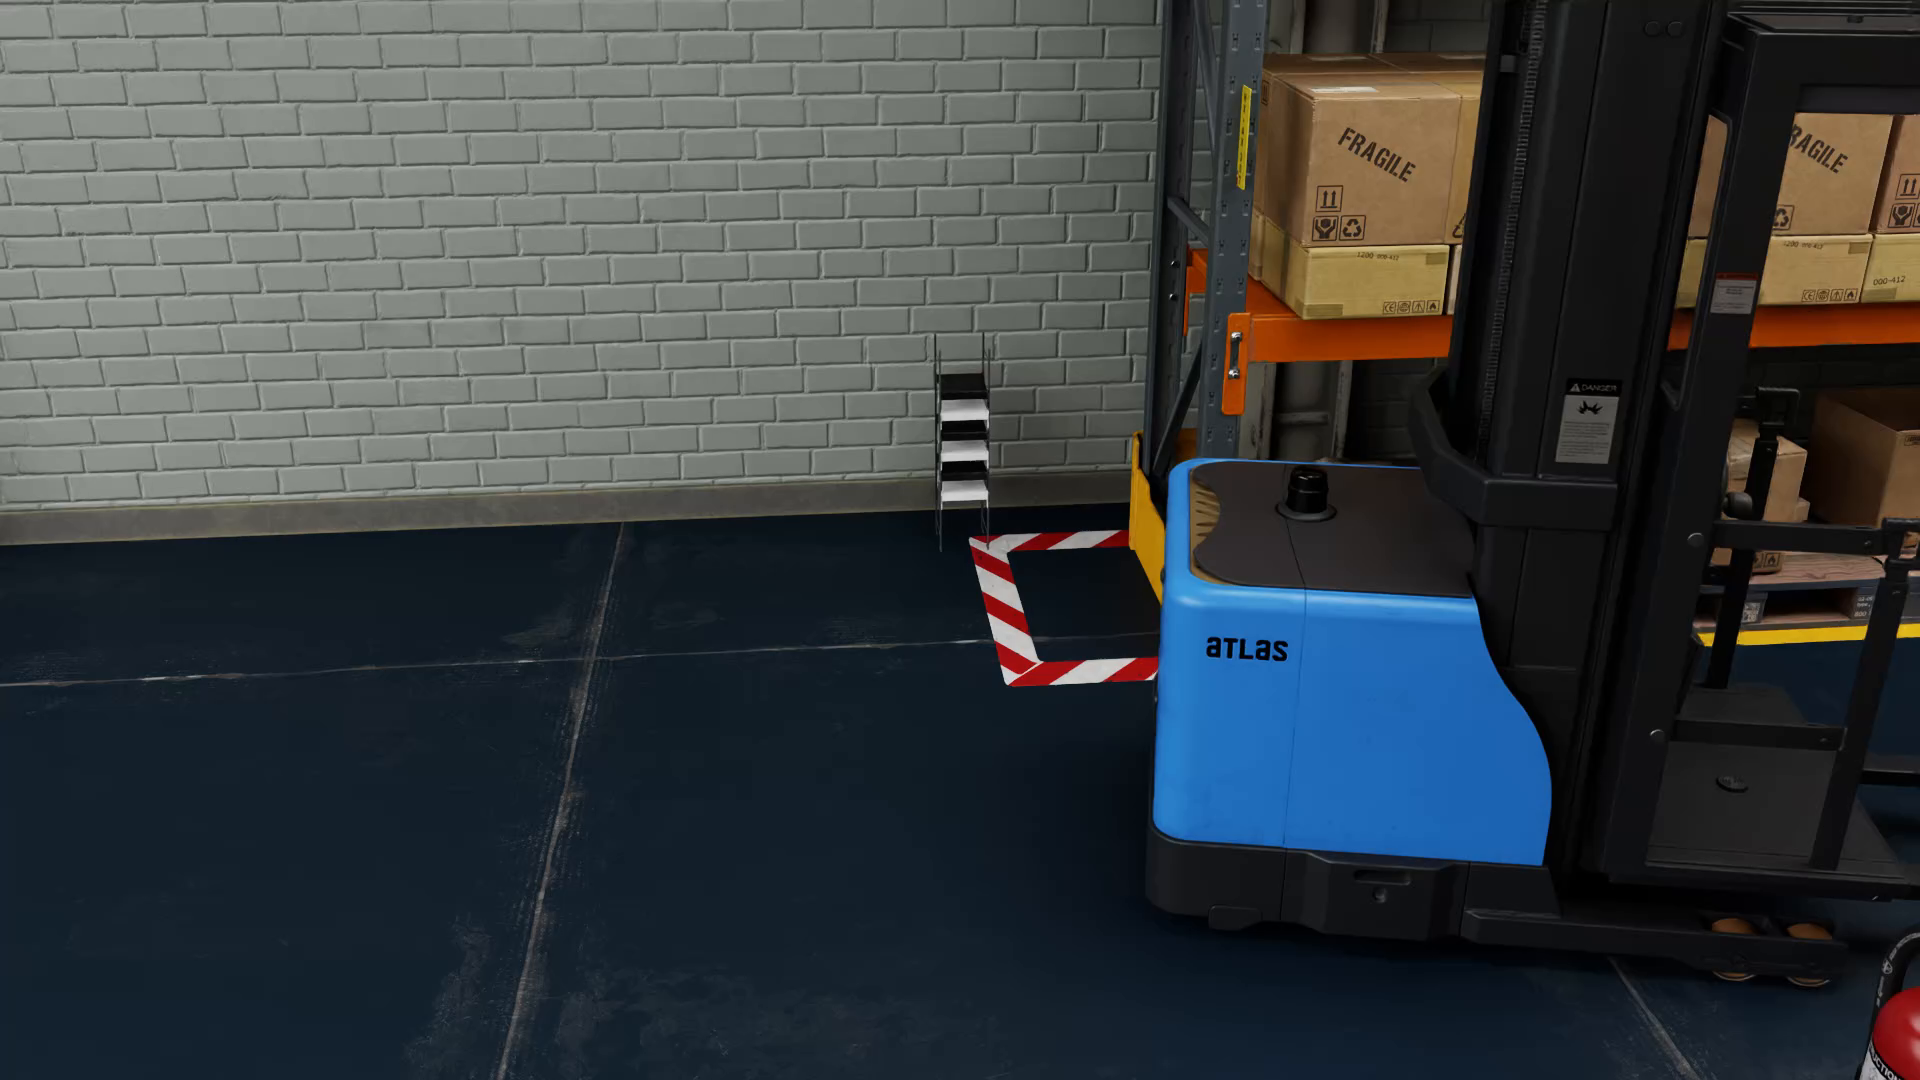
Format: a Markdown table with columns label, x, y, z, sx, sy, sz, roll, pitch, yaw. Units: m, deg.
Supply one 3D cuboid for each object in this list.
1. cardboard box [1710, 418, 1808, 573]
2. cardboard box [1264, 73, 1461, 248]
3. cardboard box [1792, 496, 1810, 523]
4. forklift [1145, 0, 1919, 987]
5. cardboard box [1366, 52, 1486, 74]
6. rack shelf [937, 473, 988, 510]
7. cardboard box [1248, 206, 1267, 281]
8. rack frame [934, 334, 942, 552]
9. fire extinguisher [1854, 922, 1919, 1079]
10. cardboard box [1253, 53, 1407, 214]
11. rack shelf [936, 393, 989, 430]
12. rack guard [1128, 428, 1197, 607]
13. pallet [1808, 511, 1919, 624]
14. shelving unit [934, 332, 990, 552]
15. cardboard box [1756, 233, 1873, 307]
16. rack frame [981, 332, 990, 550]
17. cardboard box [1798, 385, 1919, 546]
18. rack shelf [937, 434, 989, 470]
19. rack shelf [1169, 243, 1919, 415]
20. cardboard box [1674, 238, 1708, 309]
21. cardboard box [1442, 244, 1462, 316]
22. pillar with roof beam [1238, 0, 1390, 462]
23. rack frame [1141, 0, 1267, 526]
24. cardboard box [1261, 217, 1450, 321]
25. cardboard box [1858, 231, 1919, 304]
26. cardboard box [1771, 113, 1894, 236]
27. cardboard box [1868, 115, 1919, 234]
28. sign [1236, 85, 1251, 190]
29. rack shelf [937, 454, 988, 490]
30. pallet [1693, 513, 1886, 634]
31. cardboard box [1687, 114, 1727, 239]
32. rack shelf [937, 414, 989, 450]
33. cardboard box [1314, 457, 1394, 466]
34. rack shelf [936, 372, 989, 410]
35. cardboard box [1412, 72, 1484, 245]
| label | x | y | z | sx | sy | sz | roll | pitch | yaw |
| --- | --- | --- | --- | --- | --- | --- | --- | --- | --- |
| cardboard box | 2.878 | -0.229 | 6.608 | 0.500 | 0.500 | 0.700 | -4 | 24 | -8 |
| cardboard box | 1.383 | -1.328 | 5.781 | 0.500 | 0.500 | 0.500 | -2 | 24 | -5 |
| cardboard box | 3.265 | -0.149 | 6.861 | 0.250 | 0.149 | 0.380 | -4 | 24 | -9 |
| forklift | 2.089 | -0.356 | 4.442 | 3.031 | 2.935 | 1.130 | 3 | 24 | 7 |
| cardboard box | 1.828 | -1.551 | 6.283 | 0.500 | 0.500 | 0.500 | -2 | 24 | -4 |
| rack shelf | 0.008 | -0.217 | 7.155 | 0.200 | 0.077 | 0.258 | -2 | 24 | -5 |
| cardboard box | 1.325 | -1.185 | 6.382 | 0.500 | 0.250 | 0.500 | -2 | 24 | -4 |
| rack frame | -0.093 | -0.407 | 7.059 | 0.006 | 0.900 | 0.240 | -2 | 24 | -5 |
| fire extinguisher | 1.206 | 0.707 | 2.060 | 0.183 | 0.674 | 0.296 | -2 | 24 | -5 |
| cardboard box | 1.327 | -1.535 | 6.247 | 0.500 | 0.500 | 0.500 | -3 | 24 | -6 |
| rack shelf | 0.008 | -0.546 | 7.008 | 0.200 | 0.077 | 0.258 | -2 | 24 | -5 |
| rack guard | 0.954 | -0.008 | 6.652 | 0.348 | 0.500 | 1.175 | -2 | 24 | -5 |
| pallet | 4.194 | 0.009 | 6.971 | 1.213 | 0.211 | 1.003 | -2 | 24 | -5 |
| shelving unit | 0.008 | -0.412 | 7.068 | 0.210 | 0.900 | 0.258 | -2 | 24 | -5 |
| cardboard box | 2.921 | -1.042 | 6.062 | 0.500 | 0.250 | 0.500 | -2 | 24 | -5 |
| rack frame | 0.109 | -0.416 | 7.077 | 0.006 | 0.900 | 0.240 | -2 | 24 | -5 |
| cardboard box | 3.830 | -0.308 | 6.785 | 0.500 | 0.500 | 0.500 | -4 | 24 | -9 |
| rack shelf | 0.008 | -0.381 | 7.081 | 0.200 | 0.077 | 0.258 | -2 | 24 | -5 |
| rack shelf | 2.869 | -0.898 | 6.463 | 4.000 | 0.370 | 1.077 | -2 | 24 | -5 |
| cardboard box | 2.418 | -1.023 | 6.019 | 0.500 | 0.250 | 0.500 | -3 | 24 | -6 |
| cardboard box | 1.911 | -1.005 | 5.979 | 0.500 | 0.250 | 0.500 | -3 | 24 | -7 |
| pillar with roof beam | 1.913 | -2.526 | 1.854 | 0.400 | 9.000 | 9.100 | -2 | 24 | -5 |
| rack frame | 0.878 | -1.147 | 6.137 | 0.127 | 3.000 | 1.000 | -2 | 24 | -5 |
| cardboard box | 1.395 | -0.979 | 5.919 | 0.500 | 0.250 | 0.500 | -3 | 24 | -7 |
| cardboard box | 3.422 | -1.063 | 6.108 | 0.500 | 0.250 | 0.500 | -2 | 24 | -5 |
| cardboard box | 2.903 | -1.387 | 5.914 | 0.500 | 0.500 | 0.500 | -2 | 24 | -3 |
| cardboard box | 3.421 | -1.408 | 5.962 | 0.500 | 0.500 | 0.500 | -3 | 24 | -7 |
| sign | 0.932 | -1.323 | 5.468 | 0.005 | 0.325 | 0.100 | -2 | 24 | -5 |
| rack shelf | 0.008 | -0.299 | 7.118 | 0.200 | 0.077 | 0.258 | -2 | 24 | -5 |
| pallet | 2.977 | 0.059 | 6.858 | 1.213 | 0.211 | 1.003 | -2 | 24 | -5 |
| cardboard box | 2.391 | -1.362 | 5.857 | 0.500 | 0.500 | 0.500 | -3 | 24 | -7 |
| rack shelf | 0.008 | -0.463 | 7.045 | 0.200 | 0.077 | 0.258 | -2 | 24 | -5 |
| cardboard box | 1.576 | -0.111 | 6.574 | 0.500 | 0.311 | 0.500 | -5 | 24 | -11 |
| rack shelf | 0.008 | -0.628 | 6.972 | 0.200 | 0.077 | 0.258 | -2 | 24 | -5 |
| cardboard box | 1.876 | -1.344 | 5.816 | 0.500 | 0.500 | 0.500 | -2 | 24 | -5 |
